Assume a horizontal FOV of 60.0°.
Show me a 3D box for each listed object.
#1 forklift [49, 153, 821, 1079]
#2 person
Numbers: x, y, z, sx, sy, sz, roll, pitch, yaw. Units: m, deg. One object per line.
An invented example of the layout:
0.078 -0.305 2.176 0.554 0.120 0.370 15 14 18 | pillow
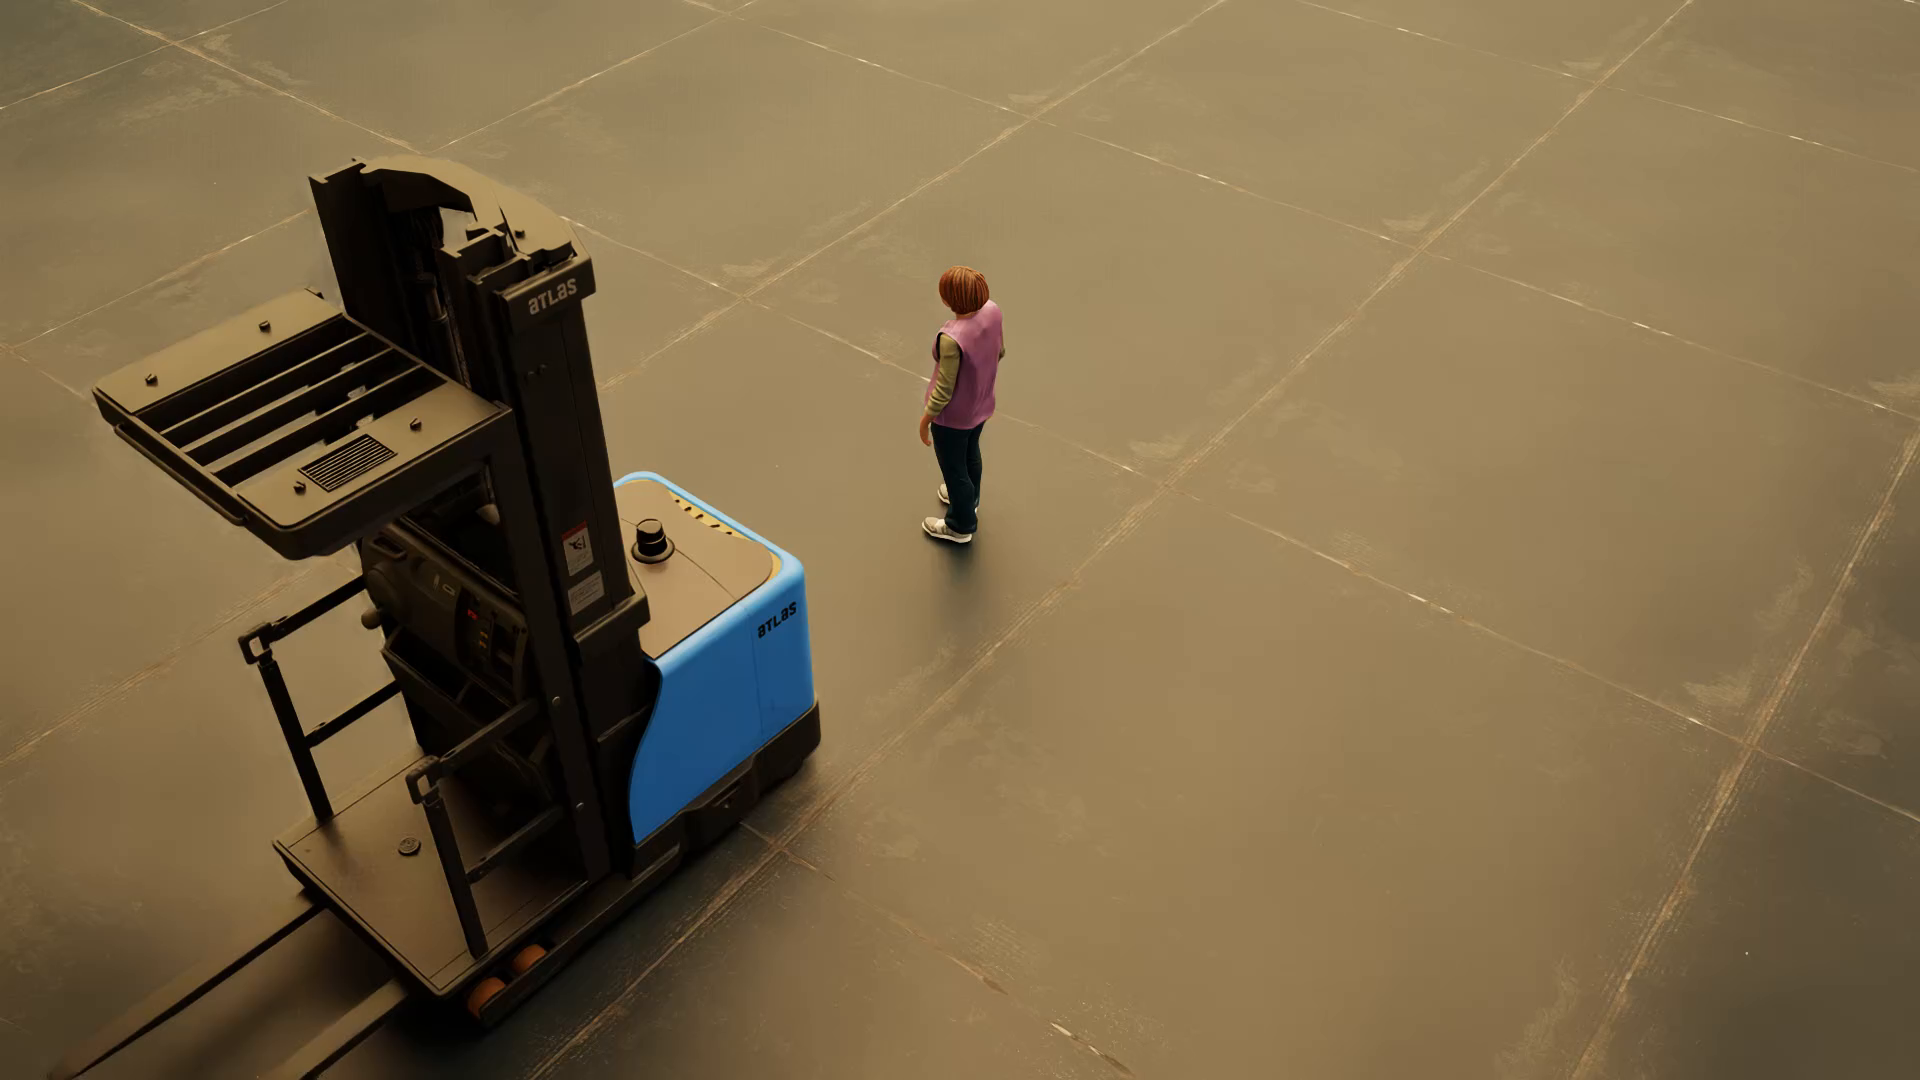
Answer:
-1.943 0.314 5.706 1.130 2.935 3.031 29 48 30 | forklift
-0.050 -0.649 7.853 0.476 1.596 0.520 26 47 28 | person
